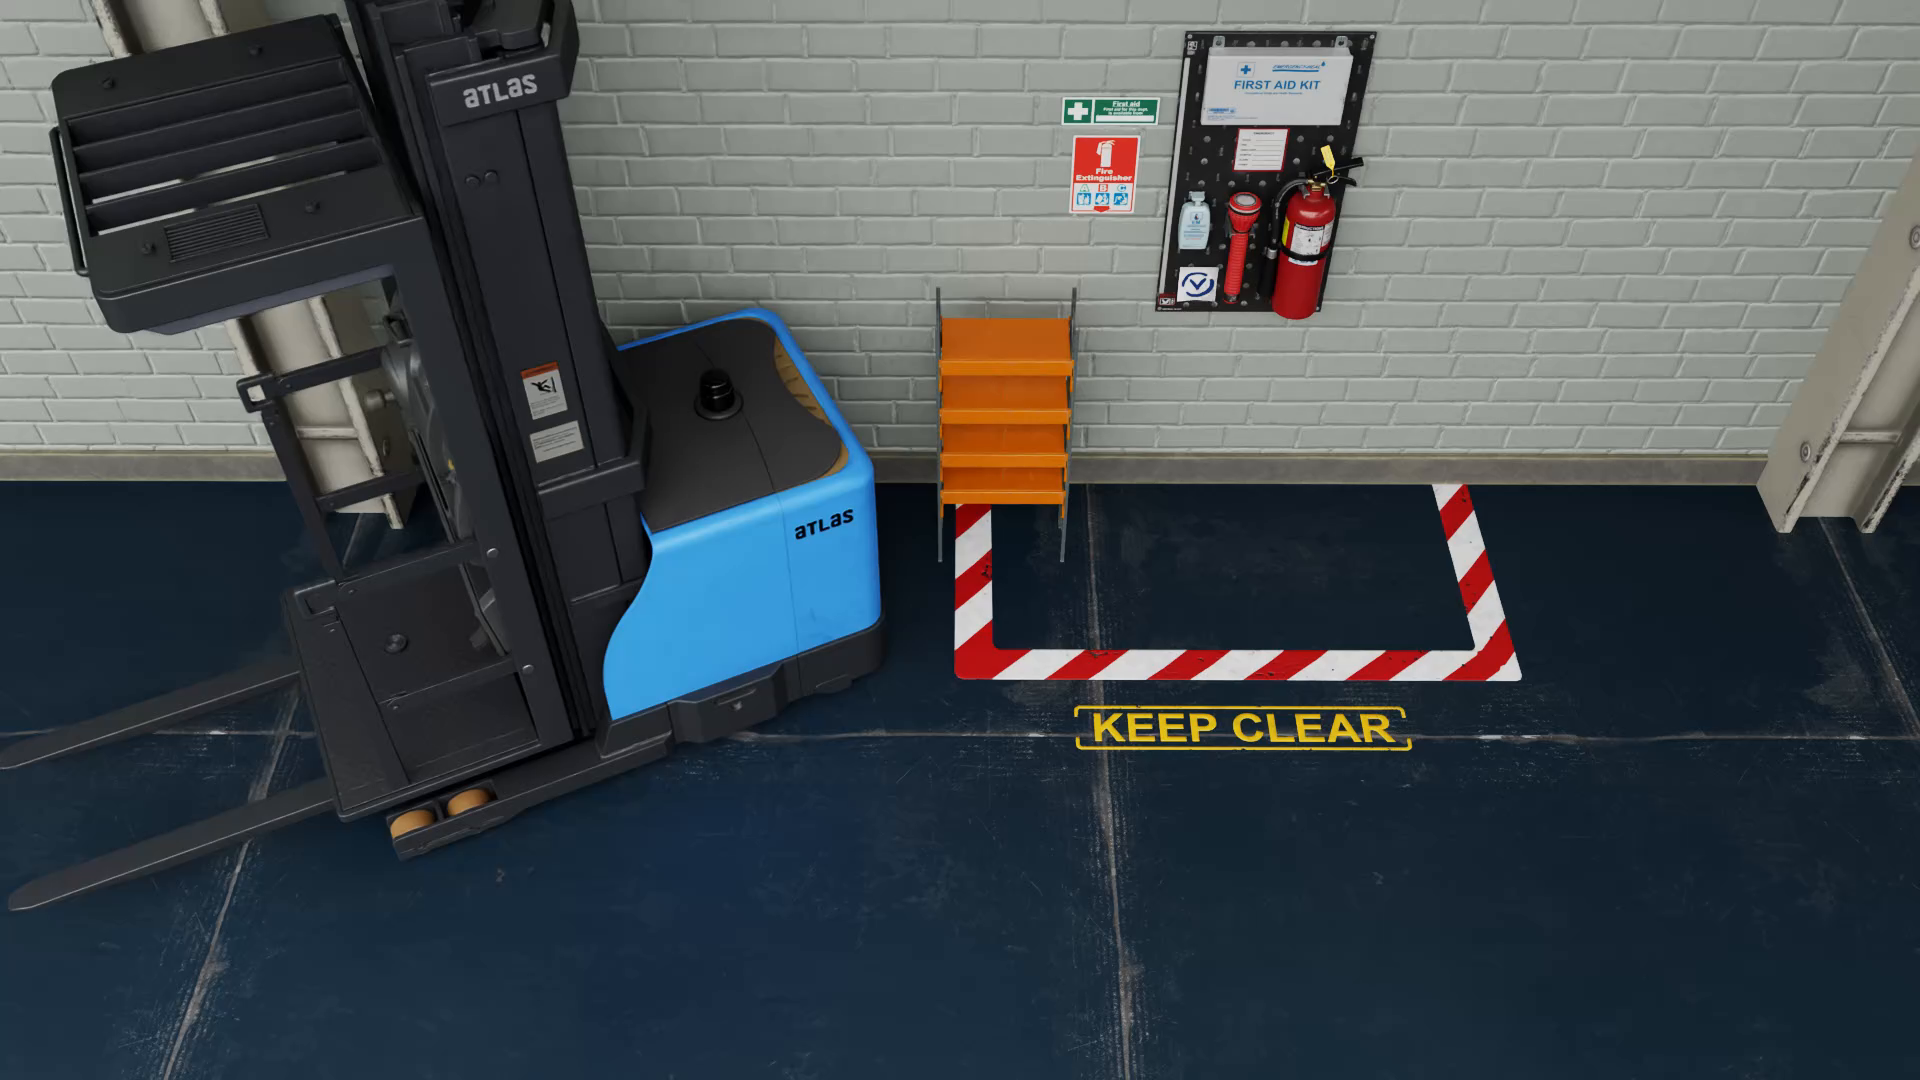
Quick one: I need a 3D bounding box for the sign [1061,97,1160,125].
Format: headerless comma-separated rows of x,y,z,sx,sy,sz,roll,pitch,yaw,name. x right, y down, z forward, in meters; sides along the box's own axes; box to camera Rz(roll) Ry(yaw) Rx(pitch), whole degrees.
0.514,-1.463,5.677,0.331,0.109,0.001,0,47,0,sign

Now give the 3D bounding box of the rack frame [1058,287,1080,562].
0.410,-0.408,6.310,0.015,1.200,0.240,0,47,0,rack frame

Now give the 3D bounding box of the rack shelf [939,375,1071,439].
0.166,-0.515,6.196,0.480,0.148,0.258,0,47,0,rack shelf

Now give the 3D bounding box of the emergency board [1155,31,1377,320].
1.062,-1.200,5.818,0.643,1.169,0.194,0,47,0,emergency board

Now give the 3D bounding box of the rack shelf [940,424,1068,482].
0.166,-0.362,6.360,0.480,0.148,0.258,0,47,0,rack shelf

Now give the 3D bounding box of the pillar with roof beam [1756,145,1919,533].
3.517,-0.058,0.657,0.400,9.000,9.100,0,47,0,pillar with roof beam

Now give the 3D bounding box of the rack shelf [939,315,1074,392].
0.166,-0.676,6.023,0.480,0.148,0.258,0,47,0,rack shelf

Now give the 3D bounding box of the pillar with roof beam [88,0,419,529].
-2.483,-0.075,0.672,0.400,9.000,9.100,0,47,0,pillar with roof beam

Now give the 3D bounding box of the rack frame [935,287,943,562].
-0.078,-0.409,6.311,0.015,1.200,0.240,0,47,0,rack frame

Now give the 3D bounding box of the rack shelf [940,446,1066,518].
0.166,-0.227,6.505,0.480,0.148,0.258,0,47,0,rack shelf

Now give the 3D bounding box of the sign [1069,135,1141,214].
0.509,-1.289,5.877,0.234,0.329,0.001,0,47,0,sign

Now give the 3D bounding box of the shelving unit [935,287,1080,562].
0.166,-0.408,6.310,0.503,1.200,0.258,0,47,0,shelving unit

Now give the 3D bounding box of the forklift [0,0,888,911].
-1.830,-0.356,5.079,3.031,2.935,1.130,-19,50,-17,forklift

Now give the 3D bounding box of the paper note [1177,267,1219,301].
0.885,-0.951,6.188,0.142,0.148,0.016,0,47,0,paper note
